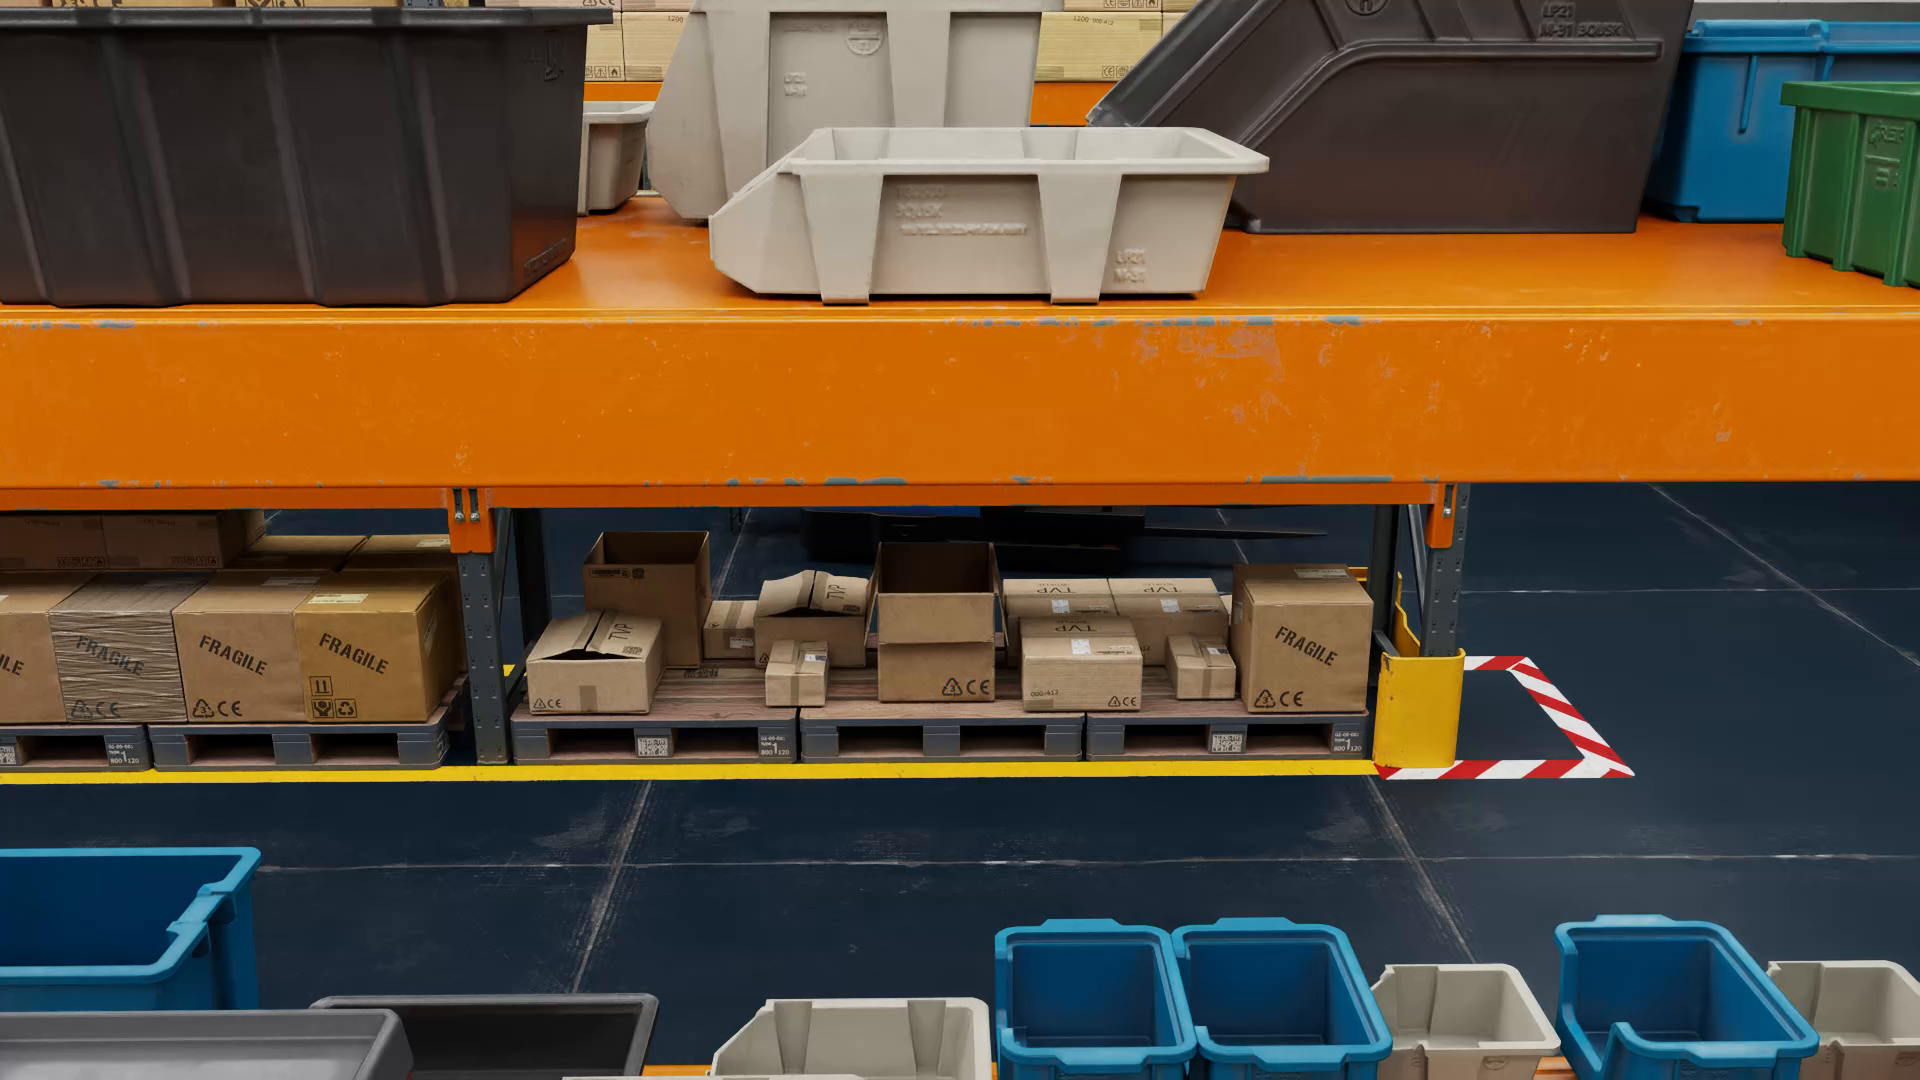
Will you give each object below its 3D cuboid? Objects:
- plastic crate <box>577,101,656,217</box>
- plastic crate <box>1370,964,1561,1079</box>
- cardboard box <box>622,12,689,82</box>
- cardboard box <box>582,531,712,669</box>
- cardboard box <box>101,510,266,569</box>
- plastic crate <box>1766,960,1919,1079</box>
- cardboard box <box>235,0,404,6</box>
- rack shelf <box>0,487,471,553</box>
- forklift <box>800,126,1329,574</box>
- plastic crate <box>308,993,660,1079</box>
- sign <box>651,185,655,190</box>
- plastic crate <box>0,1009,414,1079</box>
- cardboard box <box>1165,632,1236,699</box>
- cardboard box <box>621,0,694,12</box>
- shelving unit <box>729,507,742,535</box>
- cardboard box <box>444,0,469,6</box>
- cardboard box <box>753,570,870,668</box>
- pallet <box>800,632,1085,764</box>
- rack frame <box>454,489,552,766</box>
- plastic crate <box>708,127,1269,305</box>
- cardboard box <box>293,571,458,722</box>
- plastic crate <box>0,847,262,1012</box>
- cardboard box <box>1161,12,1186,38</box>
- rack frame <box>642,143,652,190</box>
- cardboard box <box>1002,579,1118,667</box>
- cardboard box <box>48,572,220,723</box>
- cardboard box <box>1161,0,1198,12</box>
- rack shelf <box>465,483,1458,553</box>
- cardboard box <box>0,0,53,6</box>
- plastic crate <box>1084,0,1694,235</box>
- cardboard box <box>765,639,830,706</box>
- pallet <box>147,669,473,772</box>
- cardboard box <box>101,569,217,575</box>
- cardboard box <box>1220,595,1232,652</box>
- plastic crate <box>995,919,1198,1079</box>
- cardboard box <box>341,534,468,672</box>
[{"bbox_3d":[-0.654,-0.534,2.323,0.466,0.136,0.293,0,18,-1],"label":"plastic crate"},{"bbox_3d":[0.827,0.849,2.824,0.298,0.136,0.250,0,18,-1],"label":"plastic crate"},{"bbox_3d":[-1.004,-1.907,6.415,0.500,0.250,0.500,0,18,-1],"label":"cardboard box"},{"bbox_3d":[-1.429,0.270,7.669,0.500,0.500,0.500,0,18,-1],"label":"cardboard box"},{"bbox_3d":[-3.482,-0.065,7.485,0.500,0.250,0.500,0,18,-1],"label":"cardboard box"},{"bbox_3d":[1.506,0.846,2.834,0.298,0.136,0.250,0,18,-1],"label":"plastic crate"},{"bbox_3d":[-2.499,-2.365,6.585,0.600,0.600,0.600,-2,18,-6],"label":"cardboard box"},{"bbox_3d":[-3.994,-0.270,7.155,4.000,0.370,1.077,0,18,-1],"label":"rack shelf"},{"bbox_3d":[0.625,-1.372,9.528,3.031,2.935,1.130,2,18,7],"label":"forklift"},{"bbox_3d":[-0.805,0.906,2.665,0.590,0.125,0.437,0,18,-1],"label":"plastic crate"},{"bbox_3d":[-2.058,-2.483,11.110,0.005,0.325,0.100,0,18,-1],"label":"sign"},{"bbox_3d":[-1.023,0.904,2.115,0.583,0.464,0.402,0,18,-1],"label":"plastic crate"},{"bbox_3d":[1.059,0.551,7.338,0.250,0.166,0.380,0,18,-1],"label":"cardboard box"},{"bbox_3d":[-1.004,-2.146,6.344,0.500,0.250,0.500,0,18,-1],"label":"cardboard box"},{"bbox_3d":[-1.139,-0.631,10.050,0.503,1.200,0.258,2,18,7],"label":"shelving unit"},{"bbox_3d":[-3.513,-3.827,11.272,0.500,0.500,0.700,-1,18,-2],"label":"cardboard box"},{"bbox_3d":[-0.679,0.356,7.709,0.500,0.311,0.500,0,18,-1],"label":"cardboard box"},{"bbox_3d":[-0.085,0.696,7.532,1.213,0.211,1.003,0,18,-1],"label":"pallet"},{"bbox_3d":[-1.994,-0.622,7.075,0.127,3.000,1.000,0,18,-1],"label":"rack frame"},{"bbox_3d":[0.018,-0.345,1.734,0.530,0.136,0.437,0,18,-1],"label":"plastic crate"},{"bbox_3d":[-2.483,0.449,7.110,0.500,0.500,0.500,0,18,-1],"label":"cardboard box"},{"bbox_3d":[-1.458,0.764,2.684,0.575,0.384,0.392,0,18,-1],"label":"plastic crate"},{"bbox_3d":[0.996,-1.916,6.444,0.500,0.250,0.500,0,18,-1],"label":"cardboard box"},{"bbox_3d":[-2.076,-2.135,11.792,0.127,3.000,1.000,0,18,-1],"label":"rack frame"},{"bbox_3d":[0.457,0.379,7.735,0.500,0.250,0.500,0,18,-1],"label":"cardboard box"},{"bbox_3d":[-3.479,0.451,7.103,0.500,0.500,0.500,0,18,0],"label":"cardboard box"},{"bbox_3d":[0.996,-2.153,6.366,0.500,0.250,0.500,0,18,-1],"label":"cardboard box"},{"bbox_3d":[0.005,-0.289,7.215,4.000,0.370,1.077,0,18,-1],"label":"rack shelf"},{"bbox_3d":[-3.833,-2.358,6.562,0.600,0.600,0.600,-1,18,-3],"label":"cardboard box"},{"bbox_3d":[0.548,-0.604,2.209,0.767,0.338,0.504,0,18,-1],"label":"plastic crate"},{"bbox_3d":[-0.706,0.575,7.264,0.250,0.166,0.380,0,18,-1],"label":"cardboard box"},{"bbox_3d":[-2.807,0.722,7.453,1.213,0.211,1.003,0,18,-1],"label":"pallet"},{"bbox_3d":[-3.515,0.293,7.596,0.500,0.500,0.500,0,18,0],"label":"cardboard box"},{"bbox_3d":[1.331,0.397,7.818,0.250,0.166,0.380,0,18,-1],"label":"cardboard box"},{"bbox_3d":[0.211,0.831,2.721,0.300,0.233,0.416,0,18,-1],"label":"plastic crate"},{"bbox_3d":[-2.482,0.287,7.615,0.500,0.500,0.500,-1,18,-3],"label":"cardboard box"}]
